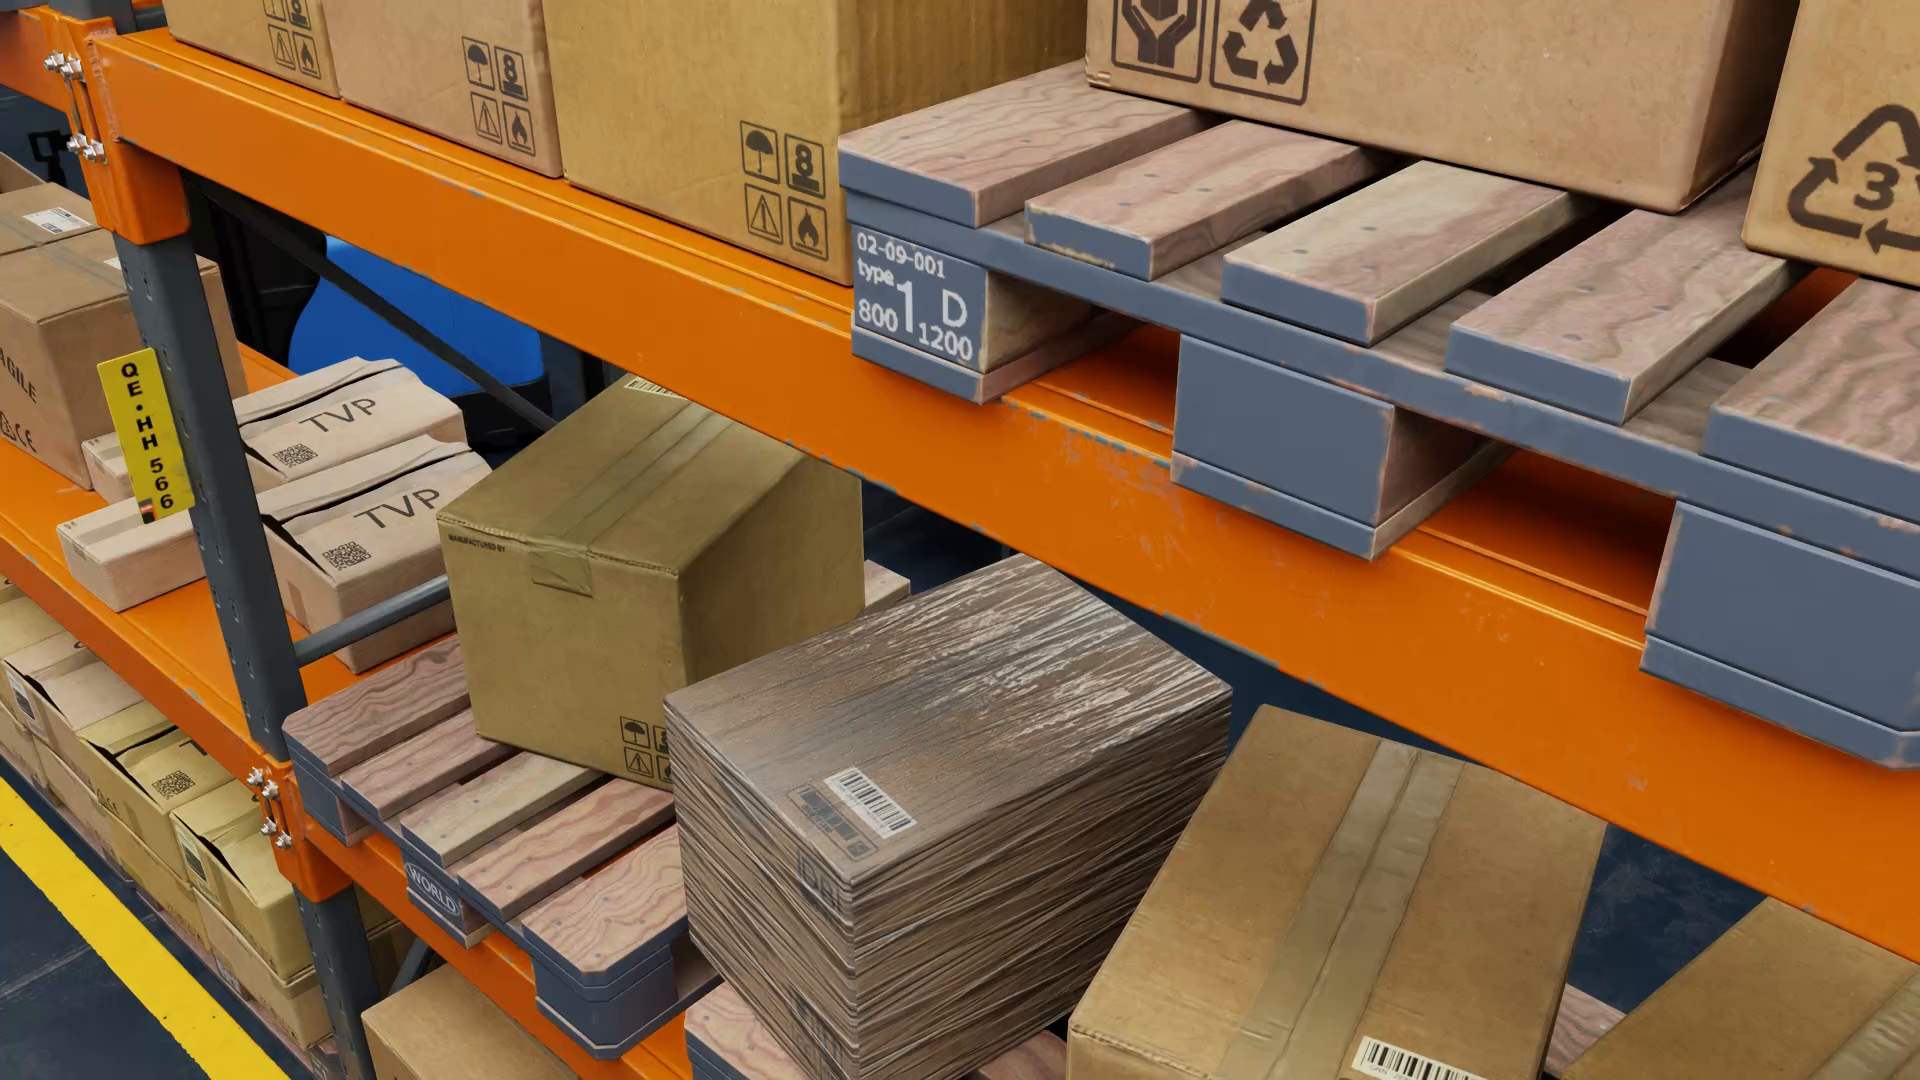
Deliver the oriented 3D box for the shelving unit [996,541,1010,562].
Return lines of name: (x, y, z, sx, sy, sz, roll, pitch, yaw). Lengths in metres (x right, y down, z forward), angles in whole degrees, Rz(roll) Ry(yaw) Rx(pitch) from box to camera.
shelving unit: (-0.063, -0.672, 6.412, 1.048, 1.500, 0.538, 25, 39, 35)

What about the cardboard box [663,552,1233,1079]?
cardboard box: (-0.016, 0.438, 2.610, 0.700, 0.500, 0.500, -21, 37, -31)

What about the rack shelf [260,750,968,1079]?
rack shelf: (0.375, 1.097, 2.717, 4.000, 0.370, 1.077, 25, 39, 35)

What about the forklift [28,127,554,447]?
forklift: (-3.394, -1.628, 6.613, 3.031, 2.935, 1.130, -13, 33, -20)

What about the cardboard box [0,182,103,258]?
cardboard box: (-2.754, -0.703, 4.913, 0.500, 0.500, 0.500, 25, 39, 35)

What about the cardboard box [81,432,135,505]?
cardboard box: (-2.092, -0.216, 4.444, 0.380, 0.149, 0.250, -26, 40, -36)

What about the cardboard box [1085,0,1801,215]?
cardboard box: (0.543, -0.733, 1.550, 0.600, 0.600, 0.600, 23, 38, 33)

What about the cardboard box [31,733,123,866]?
cardboard box: (-2.417, 0.653, 5.015, 0.500, 0.250, 0.500, 26, 40, 36)

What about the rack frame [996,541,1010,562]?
rack frame: (0.314, -0.496, 6.120, 0.032, 1.500, 0.500, 25, 39, 35)

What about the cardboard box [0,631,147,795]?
cardboard box: (-2.424, 0.414, 4.869, 0.500, 0.311, 0.500, 25, 39, 35)

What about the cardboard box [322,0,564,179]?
cardboard box: (-0.384, -0.917, 2.359, 0.500, 0.500, 0.910, 25, 39, 35)

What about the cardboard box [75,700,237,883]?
cardboard box: (-2.052, 0.590, 4.577, 0.500, 0.311, 0.500, 24, 39, 34)

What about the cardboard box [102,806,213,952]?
cardboard box: (-2.047, 0.829, 4.724, 0.500, 0.250, 0.500, 25, 39, 35)

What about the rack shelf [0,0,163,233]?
rack shelf: (-2.591, -1.573, 4.243, 4.000, 0.370, 1.077, 25, 39, 35)

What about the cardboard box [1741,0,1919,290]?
cardboard box: (1.023, -0.495, 1.155, 0.600, 0.600, 0.600, 25, 39, 35)

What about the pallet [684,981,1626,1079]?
pallet: (0.337, 0.850, 2.616, 1.213, 0.211, 1.003, 25, 39, 35)

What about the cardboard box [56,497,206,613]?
cardboard box: (-1.960, -0.002, 4.088, 0.250, 0.149, 0.380, 25, 39, 35)

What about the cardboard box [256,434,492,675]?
cardboard box: (-1.349, -0.008, 3.941, 0.500, 0.311, 0.500, -27, 40, -37)

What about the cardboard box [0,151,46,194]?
cardboard box: (-3.125, -0.876, 5.201, 0.500, 0.500, 0.500, -26, 40, -36)

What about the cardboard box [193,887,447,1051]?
cardboard box: (-1.662, 1.006, 4.430, 0.500, 0.250, 0.500, 26, 40, 36)

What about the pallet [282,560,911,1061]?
pallet: (-0.559, 0.386, 3.386, 1.003, 0.211, 1.213, 25, 39, 35)

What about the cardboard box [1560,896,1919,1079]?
cardboard box: (1.104, 0.795, 2.017, 0.700, 0.500, 0.500, -22, 38, -32)

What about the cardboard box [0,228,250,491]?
cardboard box: (-2.363, -0.521, 4.610, 0.500, 0.500, 0.500, 23, 38, 33)

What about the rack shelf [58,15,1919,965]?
rack shelf: (0.375, -0.188, 1.944, 4.000, 0.370, 1.077, 25, 39, 35)

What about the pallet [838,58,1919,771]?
pallet: (0.650, -0.334, 1.671, 1.003, 0.211, 1.213, 25, 39, 35)

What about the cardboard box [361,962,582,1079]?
cardboard box: (-0.963, 1.246, 3.770, 0.500, 0.500, 0.500, 27, 40, 37)

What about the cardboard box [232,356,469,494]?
cardboard box: (-1.641, -0.249, 4.342, 0.500, 0.311, 0.500, 25, 39, 35)

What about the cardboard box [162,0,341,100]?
cardboard box: (-0.762, -1.093, 2.653, 0.500, 0.500, 0.910, 25, 39, 35)

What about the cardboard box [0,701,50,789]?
cardboard box: (-2.801, 0.477, 5.309, 0.500, 0.250, 0.500, 26, 40, 36)

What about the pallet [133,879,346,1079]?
pallet: (-1.692, 0.991, 4.899, 1.213, 0.211, 1.003, 25, 39, 35)

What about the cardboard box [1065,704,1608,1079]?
cardboard box: (0.506, 0.670, 2.224, 0.500, 0.500, 0.700, 15, 34, 23)

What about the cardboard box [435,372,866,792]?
cardboard box: (-0.566, 0.048, 3.257, 0.500, 0.500, 0.700, 12, 33, 19)

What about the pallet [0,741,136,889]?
pallet: (-2.593, 0.569, 5.600, 1.213, 0.211, 1.003, 25, 39, 35)

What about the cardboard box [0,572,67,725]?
cardboard box: (-2.794, 0.240, 5.159, 0.500, 0.311, 0.500, 26, 40, 36)

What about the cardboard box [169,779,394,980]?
cardboard box: (-1.662, 0.767, 4.282, 0.500, 0.311, 0.500, 26, 40, 36)

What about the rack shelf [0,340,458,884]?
rack shelf: (-2.591, -0.288, 5.017, 4.000, 0.370, 1.077, 25, 39, 35)

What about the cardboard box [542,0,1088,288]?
cardboard box: (0.001, -0.737, 2.061, 0.500, 0.500, 0.910, 25, 39, 35)

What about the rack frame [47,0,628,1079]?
rack frame: (-1.108, 0.096, 3.682, 0.127, 3.000, 1.000, 25, 39, 35)

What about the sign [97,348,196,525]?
sign: (-1.478, -0.186, 3.028, 0.005, 0.325, 0.100, 25, 39, 35)
